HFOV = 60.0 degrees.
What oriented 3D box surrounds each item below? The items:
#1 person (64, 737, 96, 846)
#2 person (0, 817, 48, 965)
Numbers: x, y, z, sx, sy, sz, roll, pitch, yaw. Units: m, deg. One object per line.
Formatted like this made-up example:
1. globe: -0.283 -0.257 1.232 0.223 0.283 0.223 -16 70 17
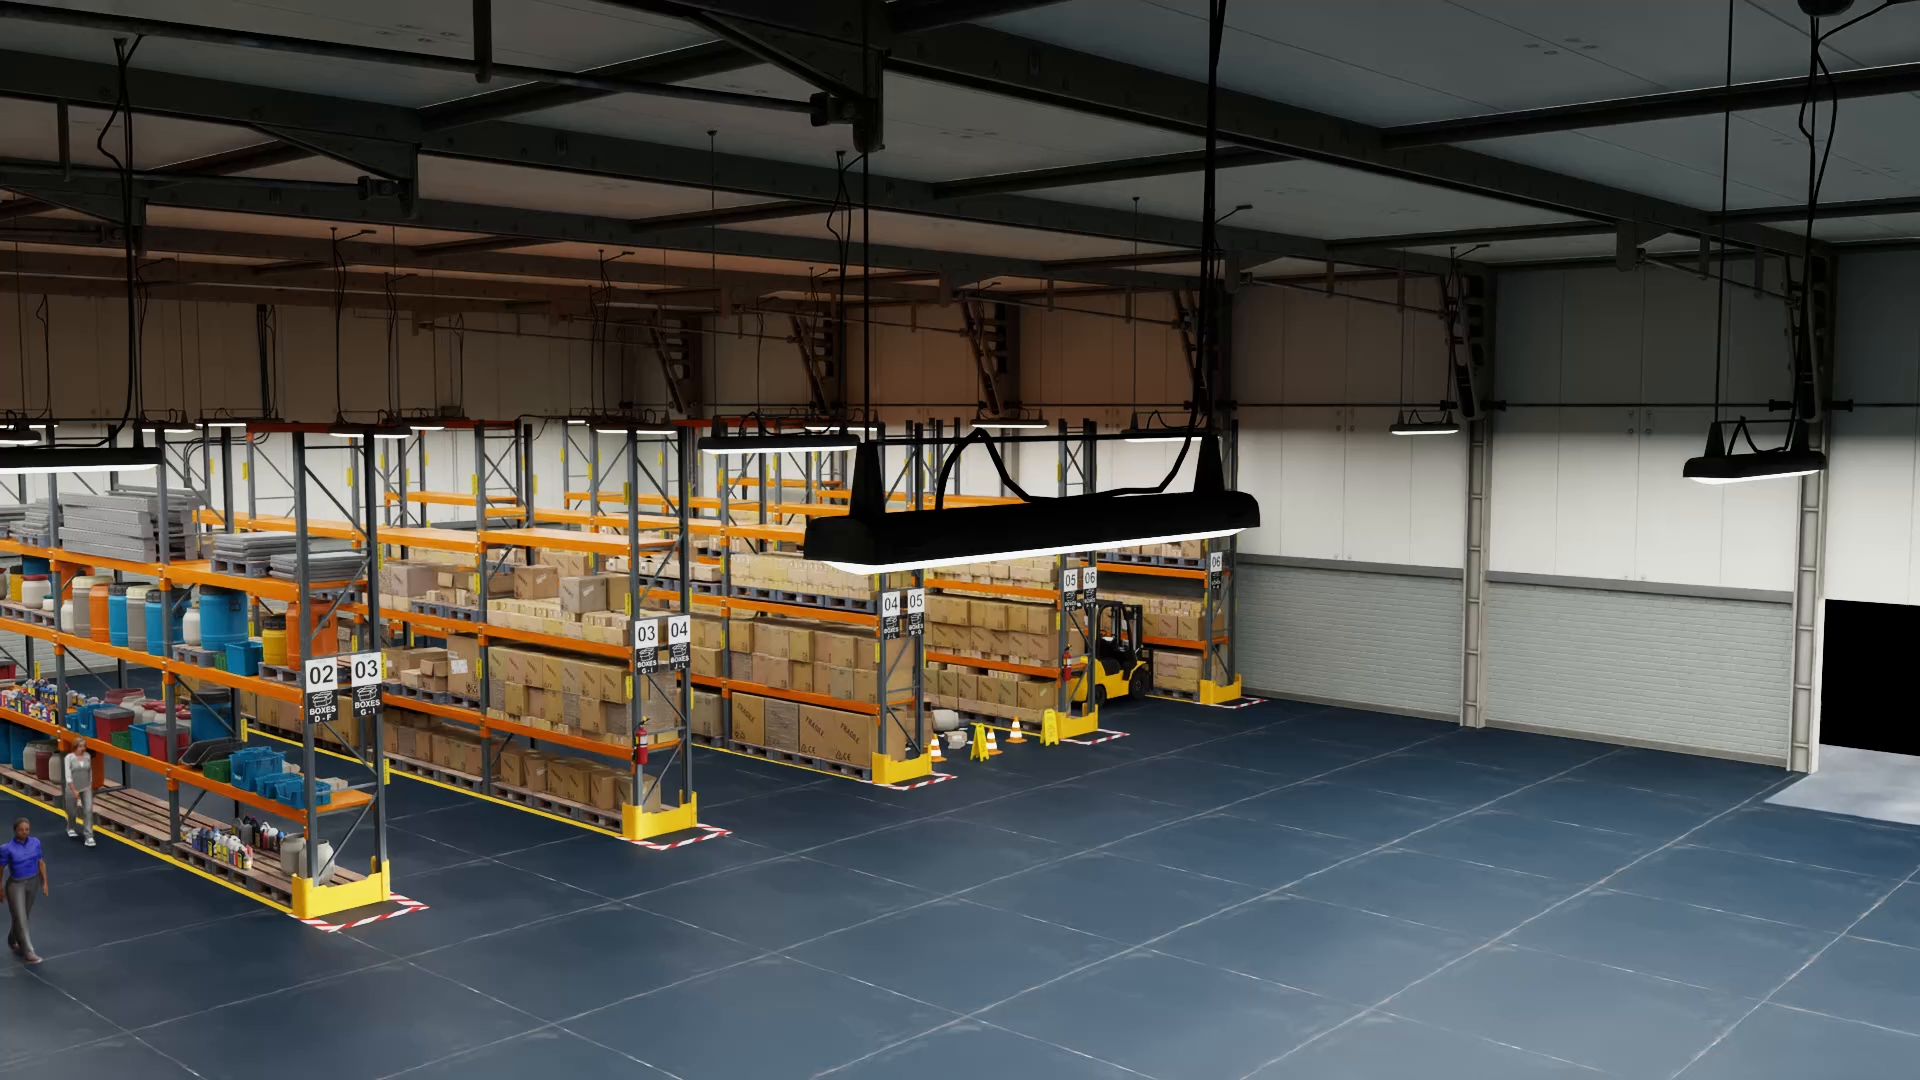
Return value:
1. person: -12.663 3.599 23.953 0.403 1.518 0.964 -4 6 -42
2. person: -10.642 3.990 18.946 0.977 1.536 0.469 3 5 29
